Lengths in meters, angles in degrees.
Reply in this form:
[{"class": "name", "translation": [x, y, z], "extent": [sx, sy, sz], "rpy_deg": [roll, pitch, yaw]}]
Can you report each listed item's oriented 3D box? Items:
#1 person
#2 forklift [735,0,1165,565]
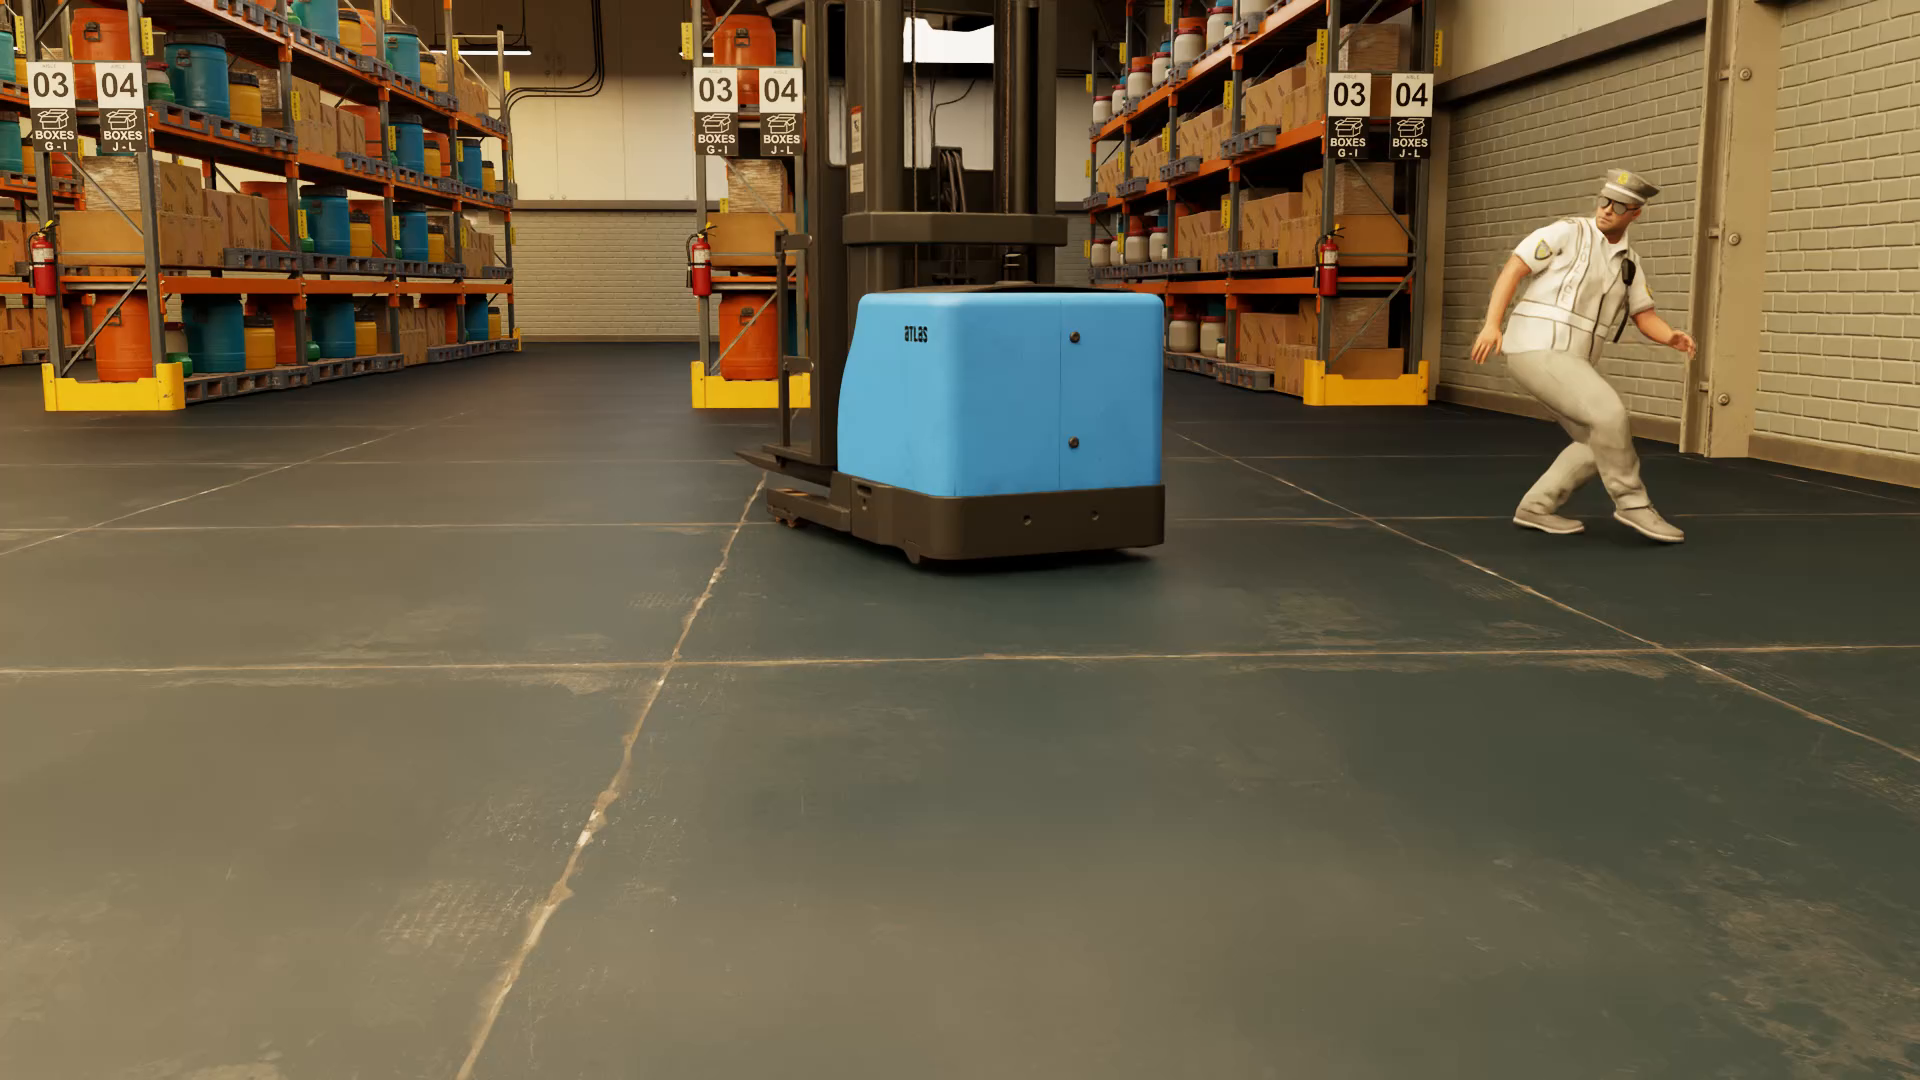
[{"class": "person", "translation": [2.762, -0.786, 7.236], "extent": [0.777, 1.593, 0.795], "rpy_deg": [-7, 11, -41]}, {"class": "forklift", "translation": [-0.264, -1.530, 7.637], "extent": [1.130, 2.935, 3.031], "rpy_deg": [-4, 9, -25]}]
